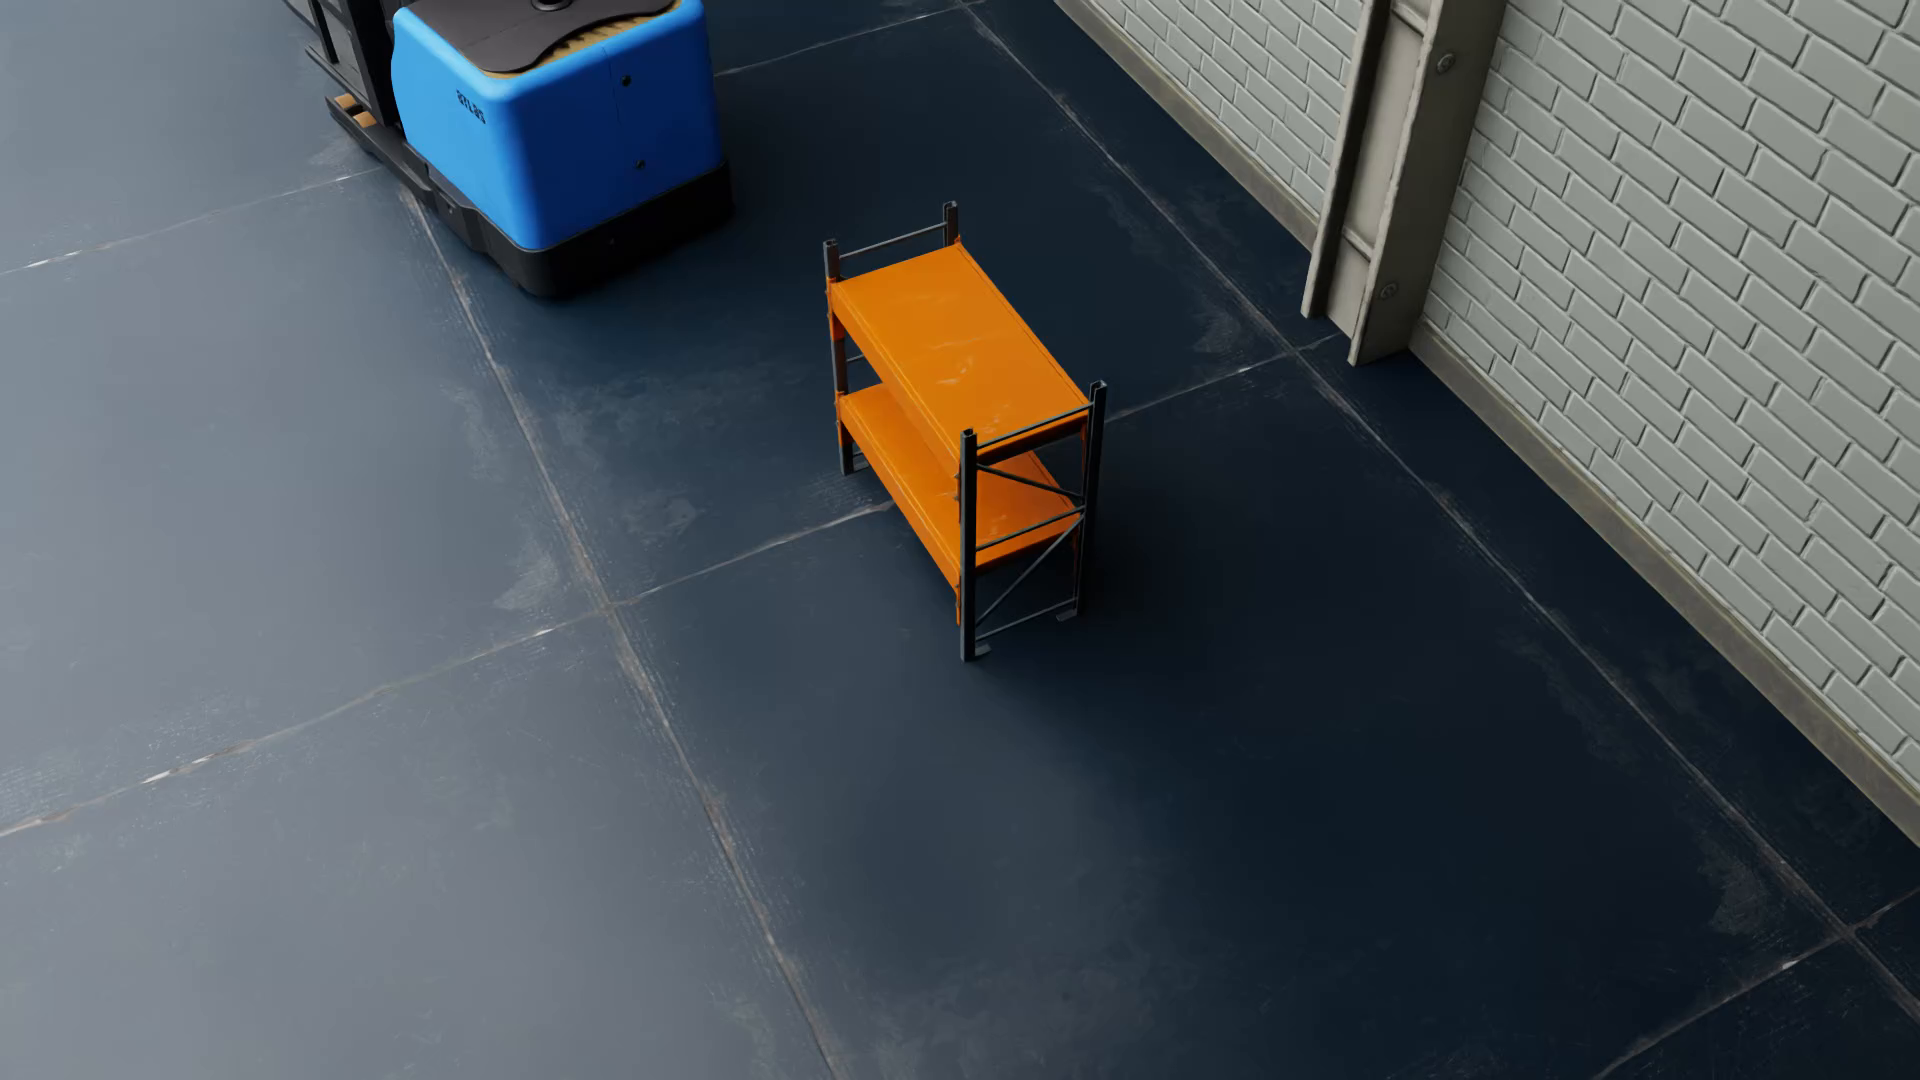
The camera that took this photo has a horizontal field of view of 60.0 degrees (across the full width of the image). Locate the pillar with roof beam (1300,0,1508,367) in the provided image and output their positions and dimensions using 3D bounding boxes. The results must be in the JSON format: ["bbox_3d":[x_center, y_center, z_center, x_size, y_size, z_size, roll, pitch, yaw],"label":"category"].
[{"bbox_3d":[-2.151,-2.378,2.352,9.100,9.000,0.400,-21,52,-18],"label":"pillar with roof beam"}]

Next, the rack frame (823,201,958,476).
[{"bbox_3d":[-0.236,-0.715,6.128,0.500,1.125,0.032,-21,52,-18],"label":"rack frame"}]

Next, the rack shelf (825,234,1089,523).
[{"bbox_3d":[-0.003,-0.568,5.610,0.538,0.278,1.000,-21,52,-18],"label":"rack shelf"}]

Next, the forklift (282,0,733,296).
[{"bbox_3d":[-2.361,-3.041,6.962,1.130,2.935,3.031,-33,56,-25],"label":"forklift"}]

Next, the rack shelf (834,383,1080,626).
[{"bbox_3d":[-0.003,-0.214,6.015,0.538,0.278,1.000,-21,52,-18],"label":"rack shelf"}]

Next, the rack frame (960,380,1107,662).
[{"bbox_3d":[0.230,-0.035,5.533,0.500,1.125,0.032,-21,52,-18],"label":"rack frame"}]

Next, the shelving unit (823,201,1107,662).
[{"bbox_3d":[-0.003,-0.375,5.831,0.538,1.125,1.048,-21,52,-18],"label":"shelving unit"}]
